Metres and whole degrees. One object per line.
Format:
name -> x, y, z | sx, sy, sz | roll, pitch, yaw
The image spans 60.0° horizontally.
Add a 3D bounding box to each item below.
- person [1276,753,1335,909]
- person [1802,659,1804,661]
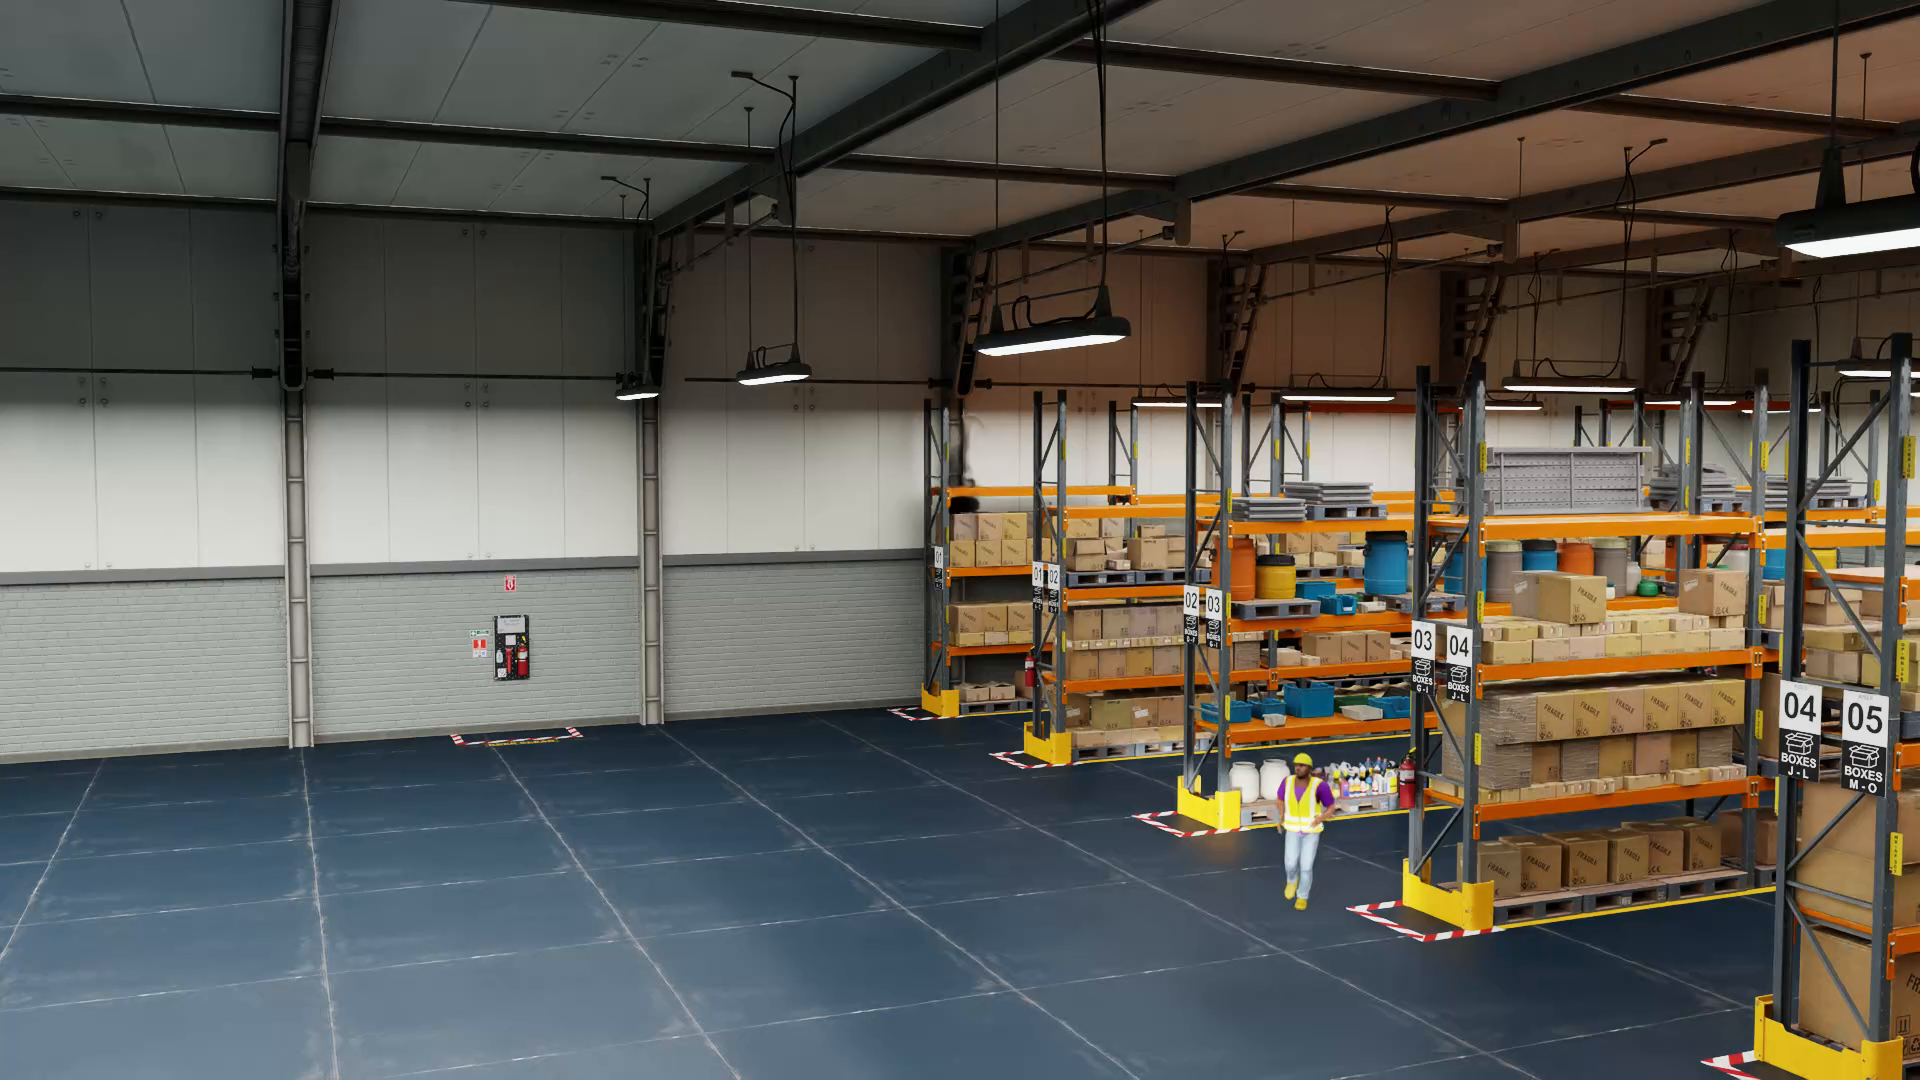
person -> 3.786, 3.217, 18.364 | 0.681, 1.729, 0.597 | 1, 4, 23
person -> 16.020, 2.526, 31.280 | 0.853, 1.540, 0.601 | -2, 4, -36
